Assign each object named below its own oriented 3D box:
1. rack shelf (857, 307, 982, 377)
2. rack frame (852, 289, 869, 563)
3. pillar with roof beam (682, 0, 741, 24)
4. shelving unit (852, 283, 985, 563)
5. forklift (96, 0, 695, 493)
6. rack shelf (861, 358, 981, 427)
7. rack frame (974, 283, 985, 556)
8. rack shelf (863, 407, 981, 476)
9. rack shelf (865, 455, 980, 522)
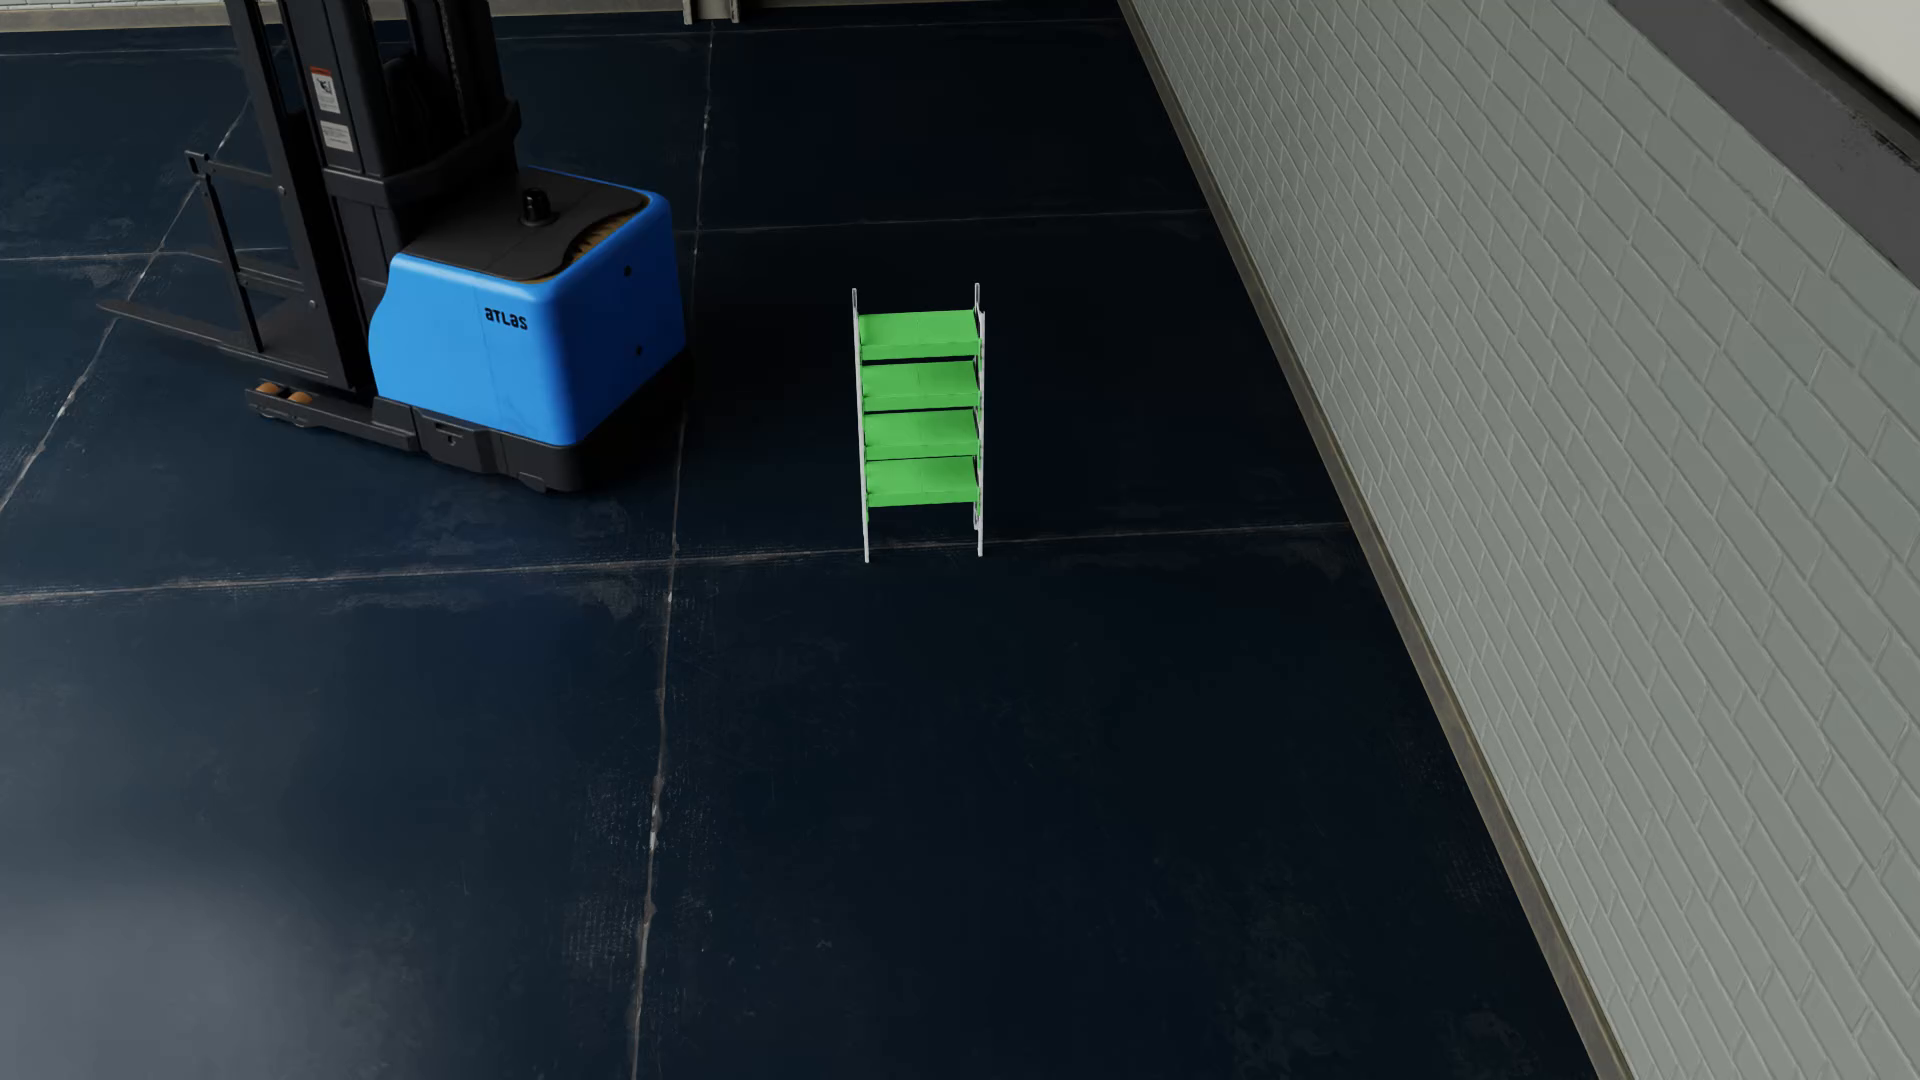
[{"bbox_3d":[-0.165,-0.789,6.609,0.480,0.148,0.258,-3,38,-4],"label":"rack shelf"},{"bbox_3d":[-0.408,-0.449,6.850,0.015,1.200,0.240,-3,38,-4],"label":"rack frame"},{"bbox_3d":[-1.413,-4.687,5.926,0.400,9.000,9.100,-3,38,-4],"label":"pillar with roof beam"},{"bbox_3d":[-0.165,-0.462,6.867,0.503,1.200,0.258,-3,38,-4],"label":"shelving unit"},{"bbox_3d":[-2.852,-1.969,7.379,3.031,2.935,1.130,16,41,19],"label":"forklift"},{"bbox_3d":[-0.165,-0.600,6.758,0.480,0.148,0.258,-3,38,-4],"label":"rack shelf"},{"bbox_3d":[0.078,-0.475,6.884,0.015,1.200,0.240,-3,38,-4],"label":"rack frame"},{"bbox_3d":[-0.165,-0.412,6.906,0.480,0.148,0.258,-3,38,-4],"label":"rack shelf"},{"bbox_3d":[-0.165,-0.223,7.055,0.480,0.148,0.258,-3,38,-4],"label":"rack shelf"}]
